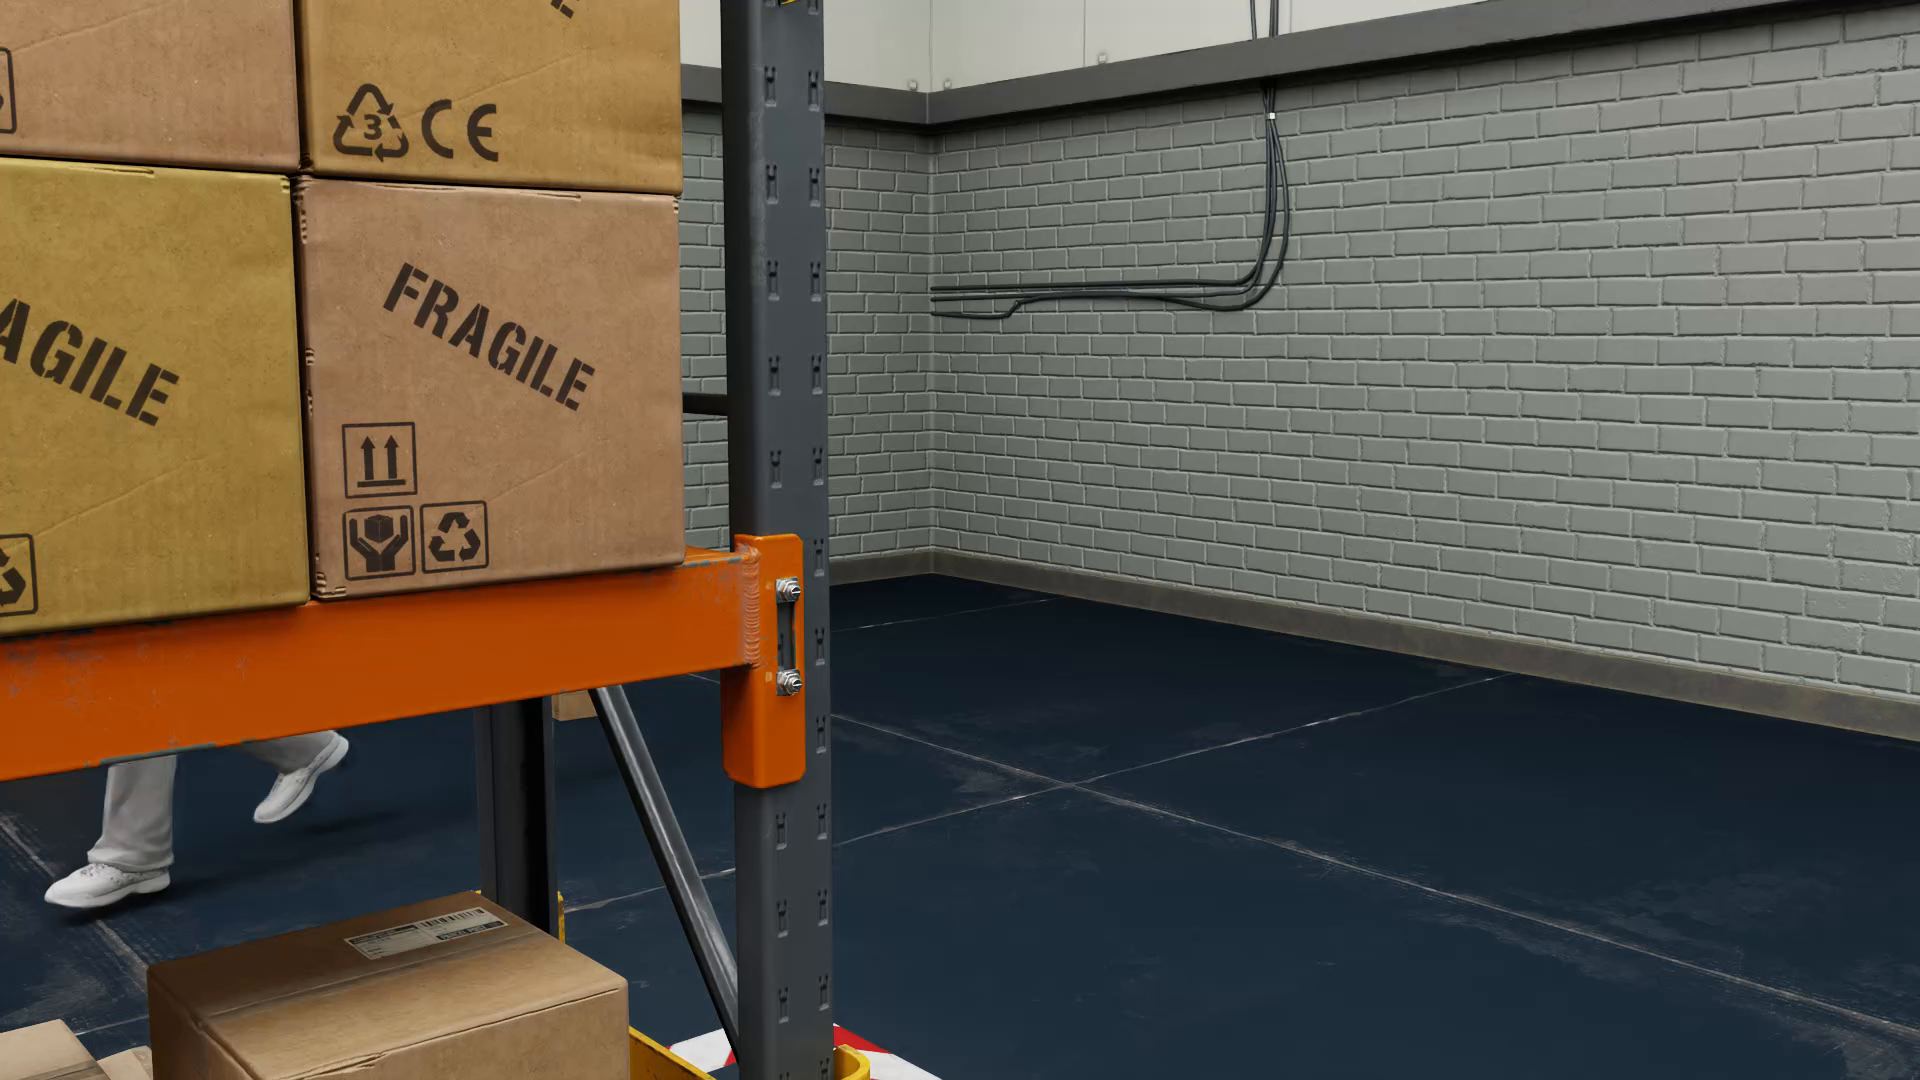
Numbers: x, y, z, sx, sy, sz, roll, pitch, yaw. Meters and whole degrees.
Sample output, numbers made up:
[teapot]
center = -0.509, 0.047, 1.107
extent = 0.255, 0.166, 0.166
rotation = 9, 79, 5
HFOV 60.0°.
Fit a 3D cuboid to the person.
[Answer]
[person]
center = -2.258, 0.117, 4.911
extent = 0.620, 1.734, 1.080
rotation = 5, 9, 33
